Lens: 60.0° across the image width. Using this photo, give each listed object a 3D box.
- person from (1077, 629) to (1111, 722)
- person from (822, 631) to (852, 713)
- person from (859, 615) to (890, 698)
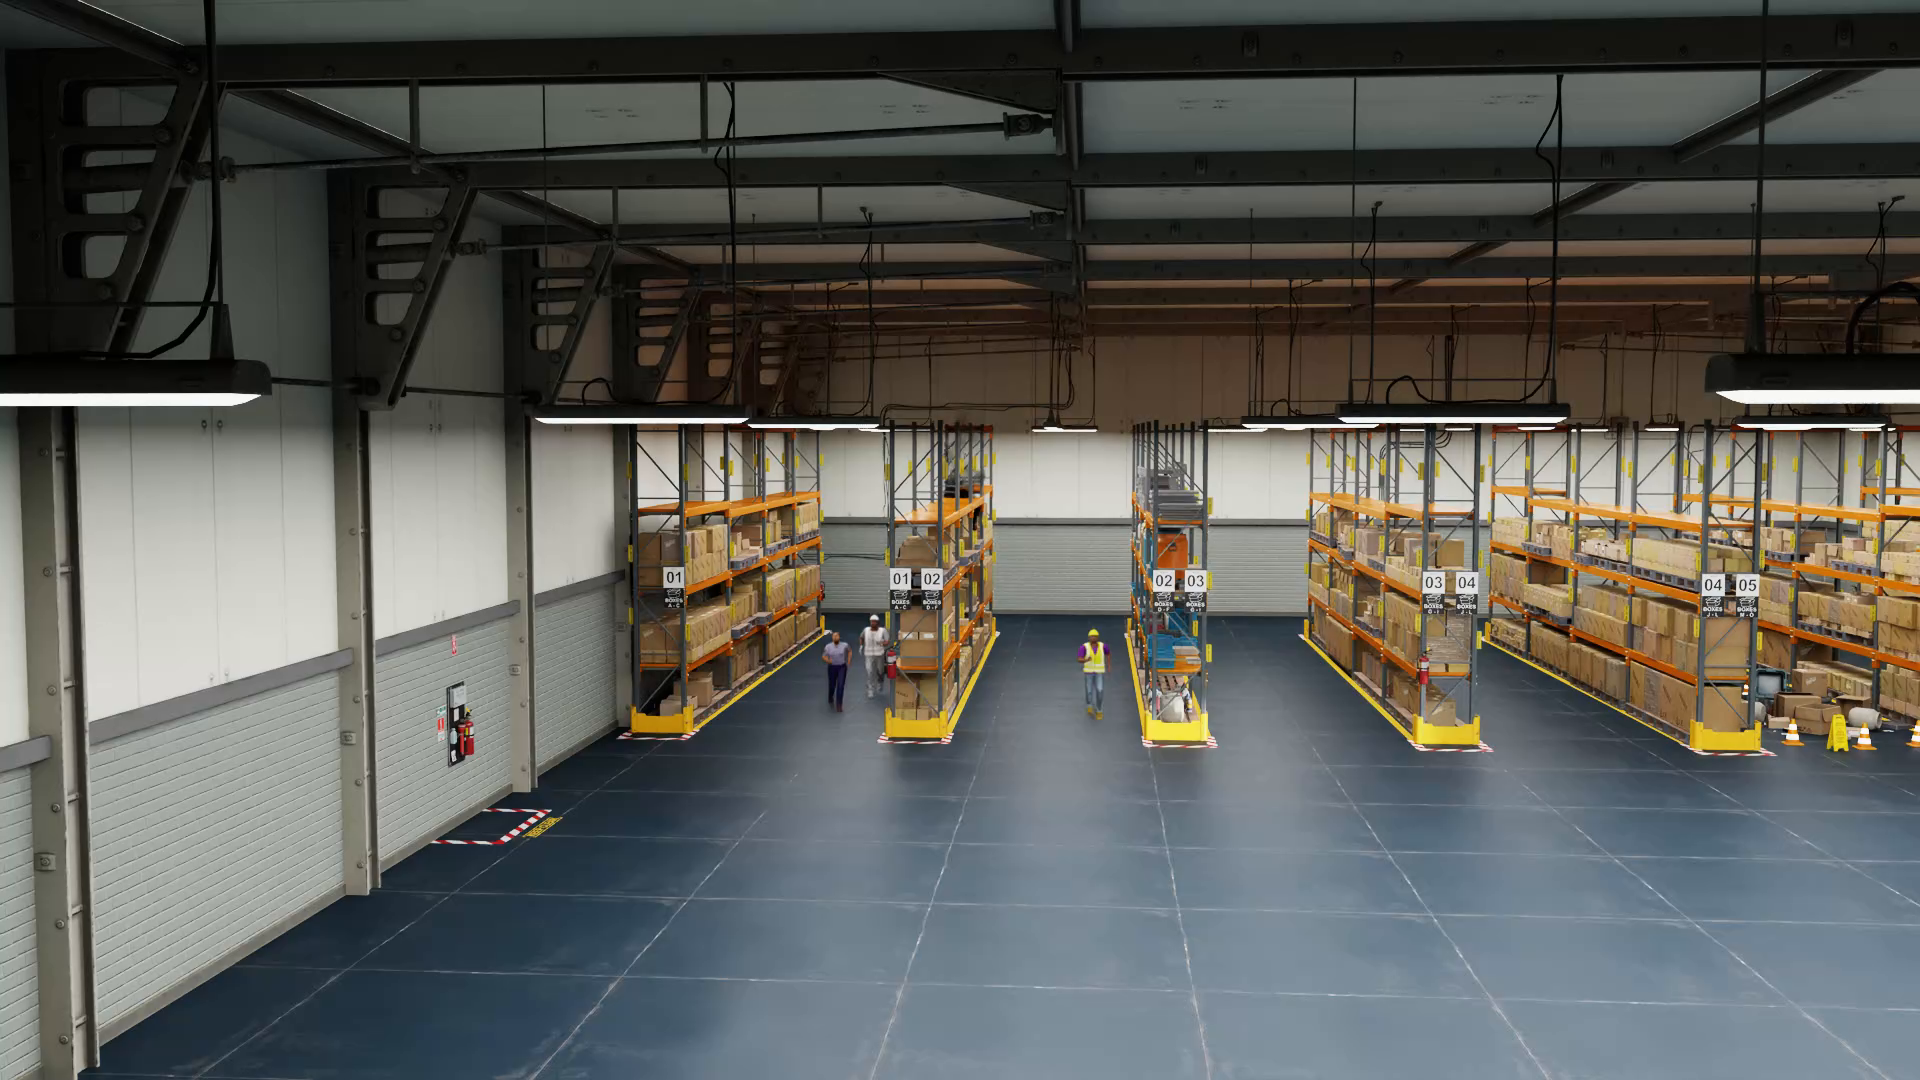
[{"bbox_3d":[2.705,2.707,33.570,0.677,1.821,0.807,0,4,3],"label":"person"},{"bbox_3d":[-2.556,2.731,34.665,0.615,1.633,0.914,0,4,-2],"label":"person"},{"bbox_3d":[-1.869,2.517,36.298,0.691,1.762,0.994,0,4,2],"label":"person"}]
